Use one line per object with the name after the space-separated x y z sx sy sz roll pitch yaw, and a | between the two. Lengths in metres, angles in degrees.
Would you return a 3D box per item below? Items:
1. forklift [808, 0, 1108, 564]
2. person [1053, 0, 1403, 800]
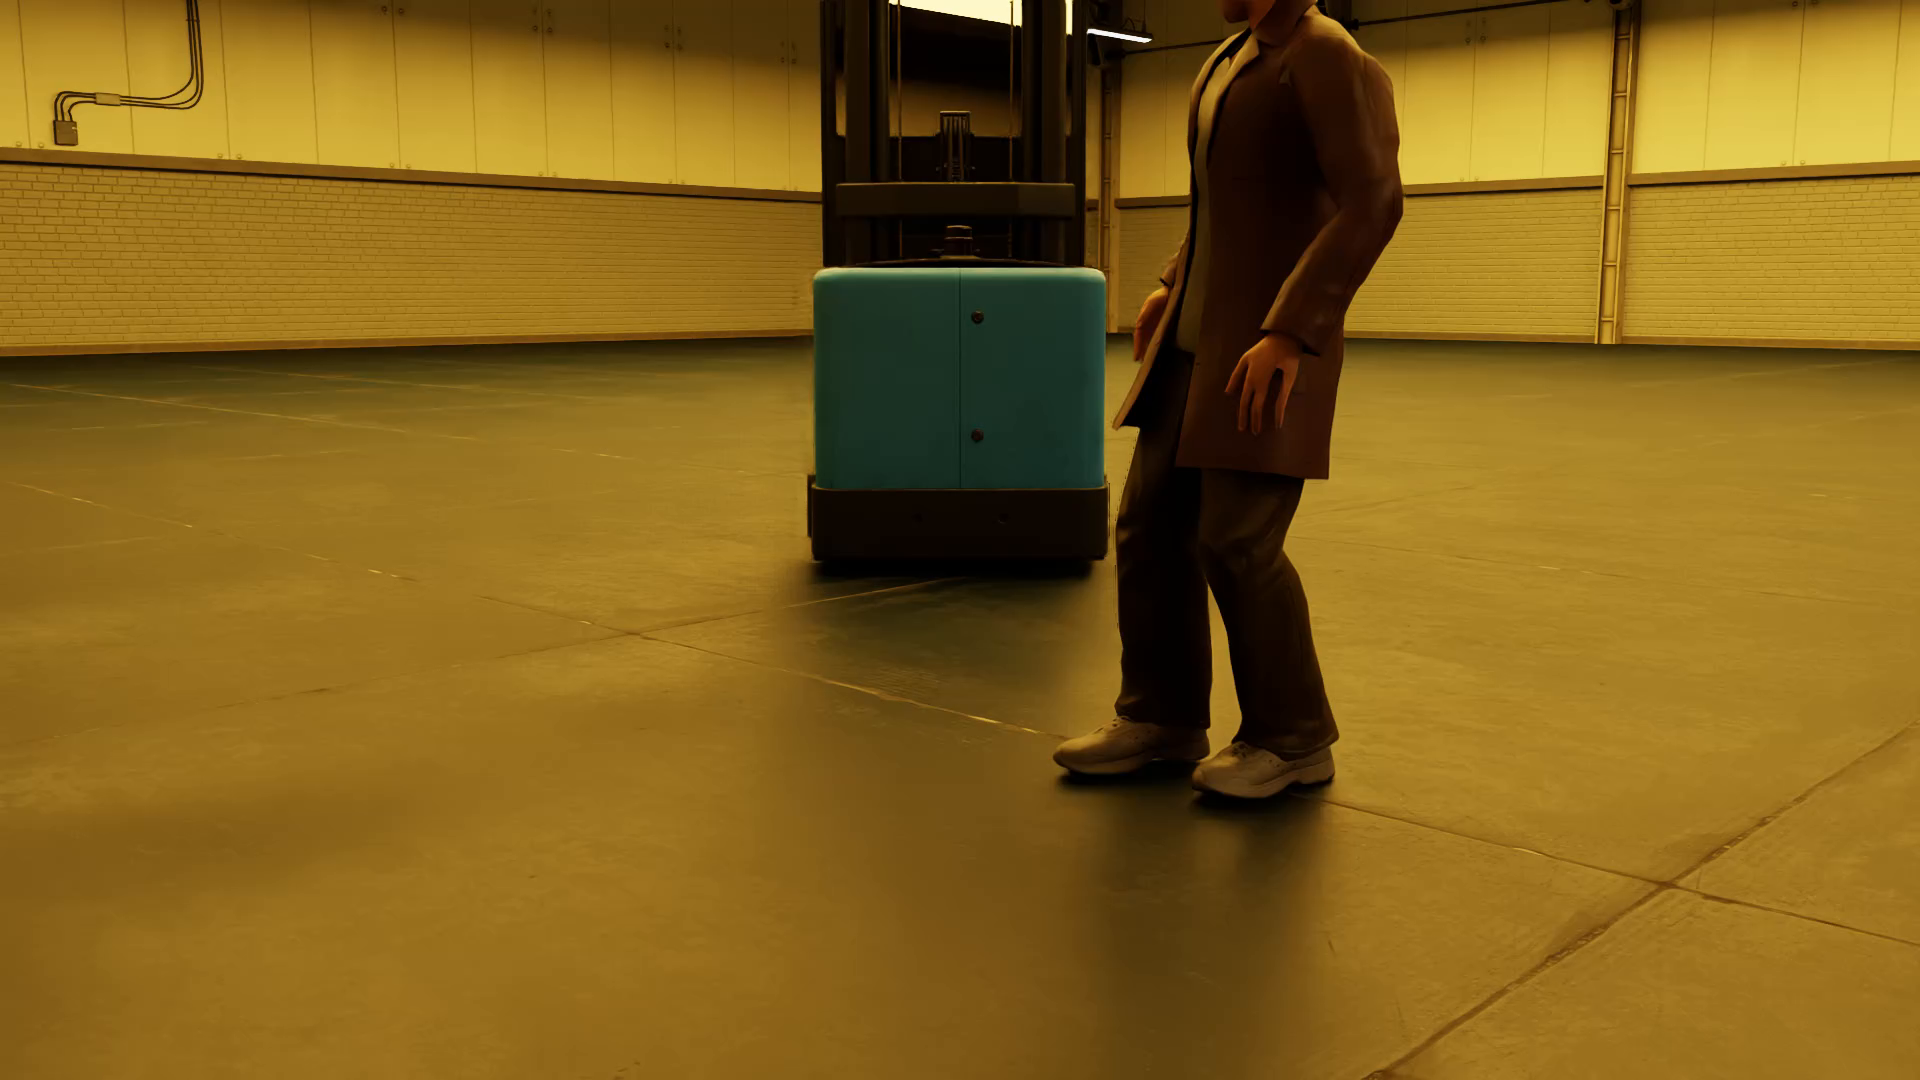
-0.032 -1.542 7.114 1.130 2.935 3.031 0 9 -1 | forklift
0.509 -0.365 3.255 0.558 1.759 0.799 -3 9 -19 | person
